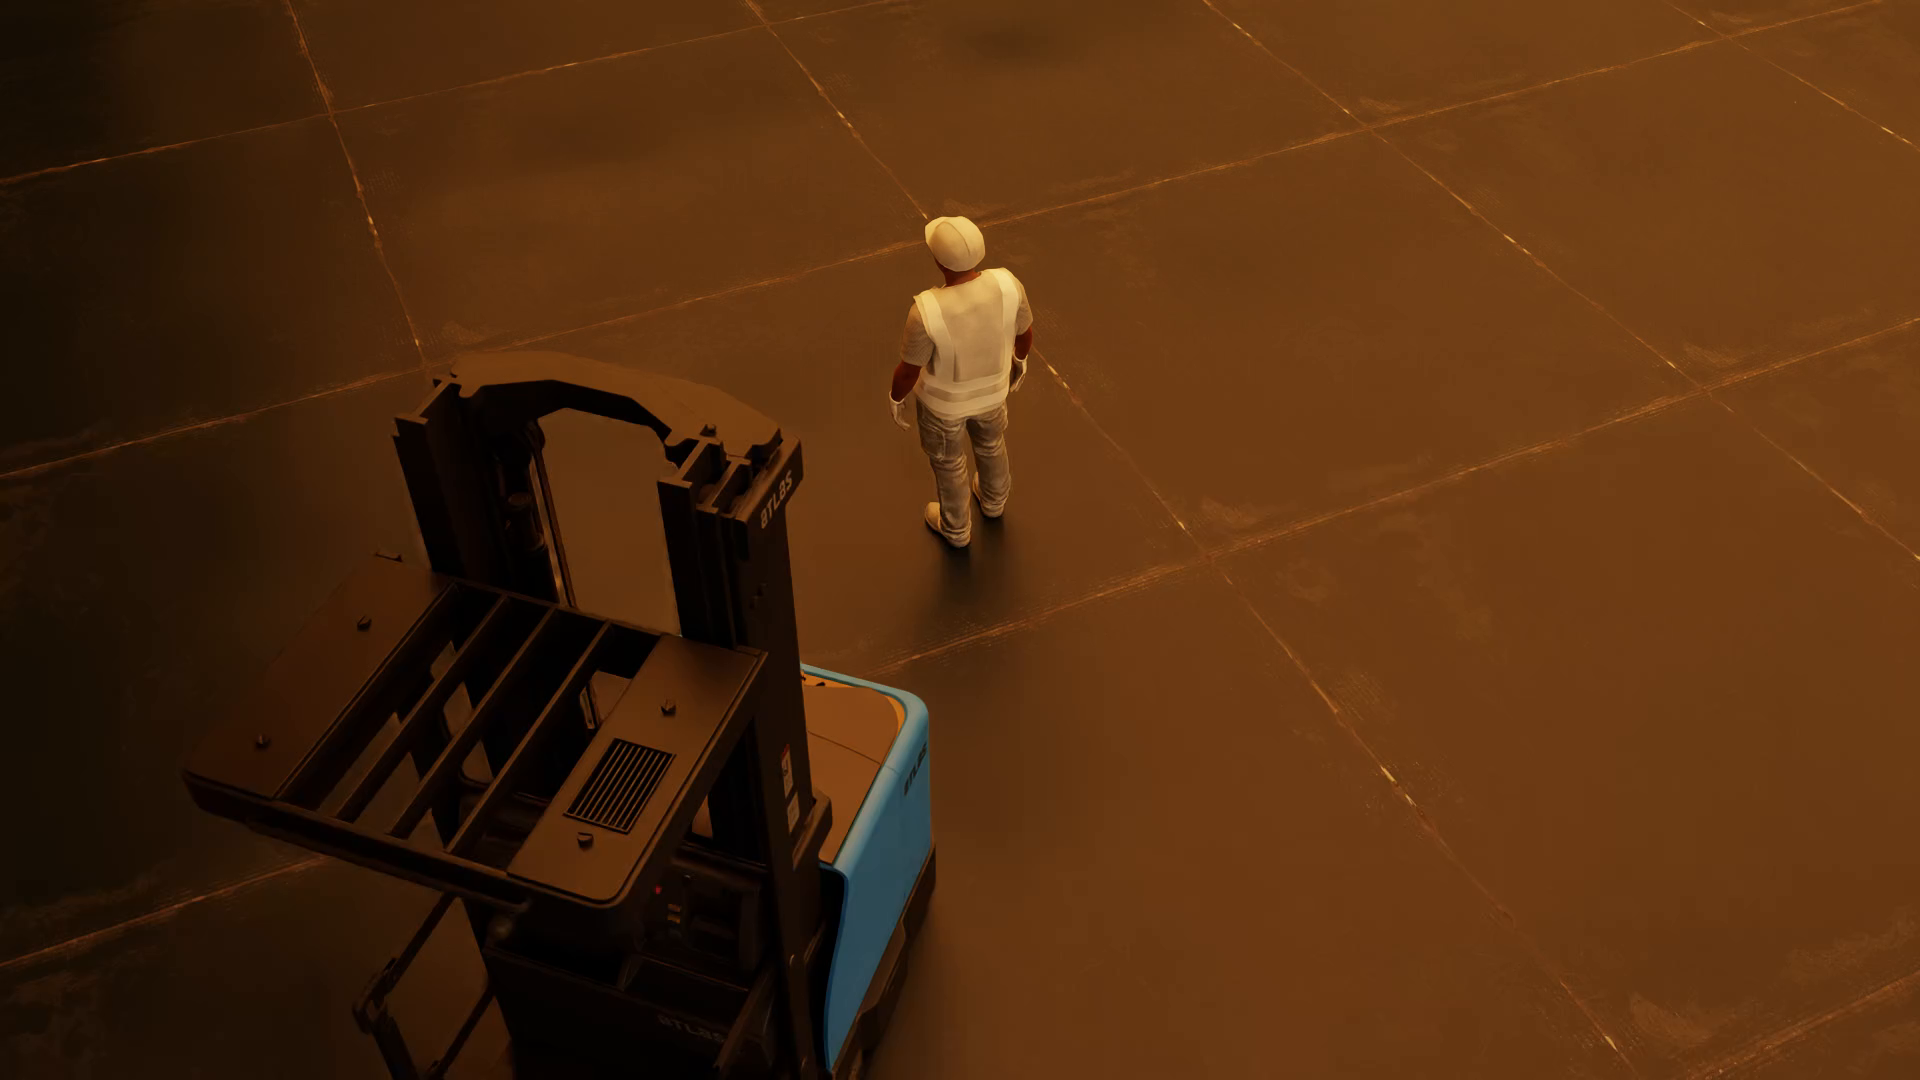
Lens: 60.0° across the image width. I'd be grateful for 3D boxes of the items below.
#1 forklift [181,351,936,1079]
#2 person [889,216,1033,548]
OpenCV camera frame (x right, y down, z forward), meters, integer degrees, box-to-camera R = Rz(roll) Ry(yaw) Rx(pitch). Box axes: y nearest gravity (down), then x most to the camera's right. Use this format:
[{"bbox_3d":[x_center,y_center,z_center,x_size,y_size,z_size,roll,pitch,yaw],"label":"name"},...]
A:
[{"bbox_3d":[-1.059,1.088,4.514,1.130,2.935,3.031,13,45,14],"label":"forklift"},{"bbox_3d":[-0.023,-0.704,7.266,0.657,1.785,0.575,-18,46,-18],"label":"person"}]
